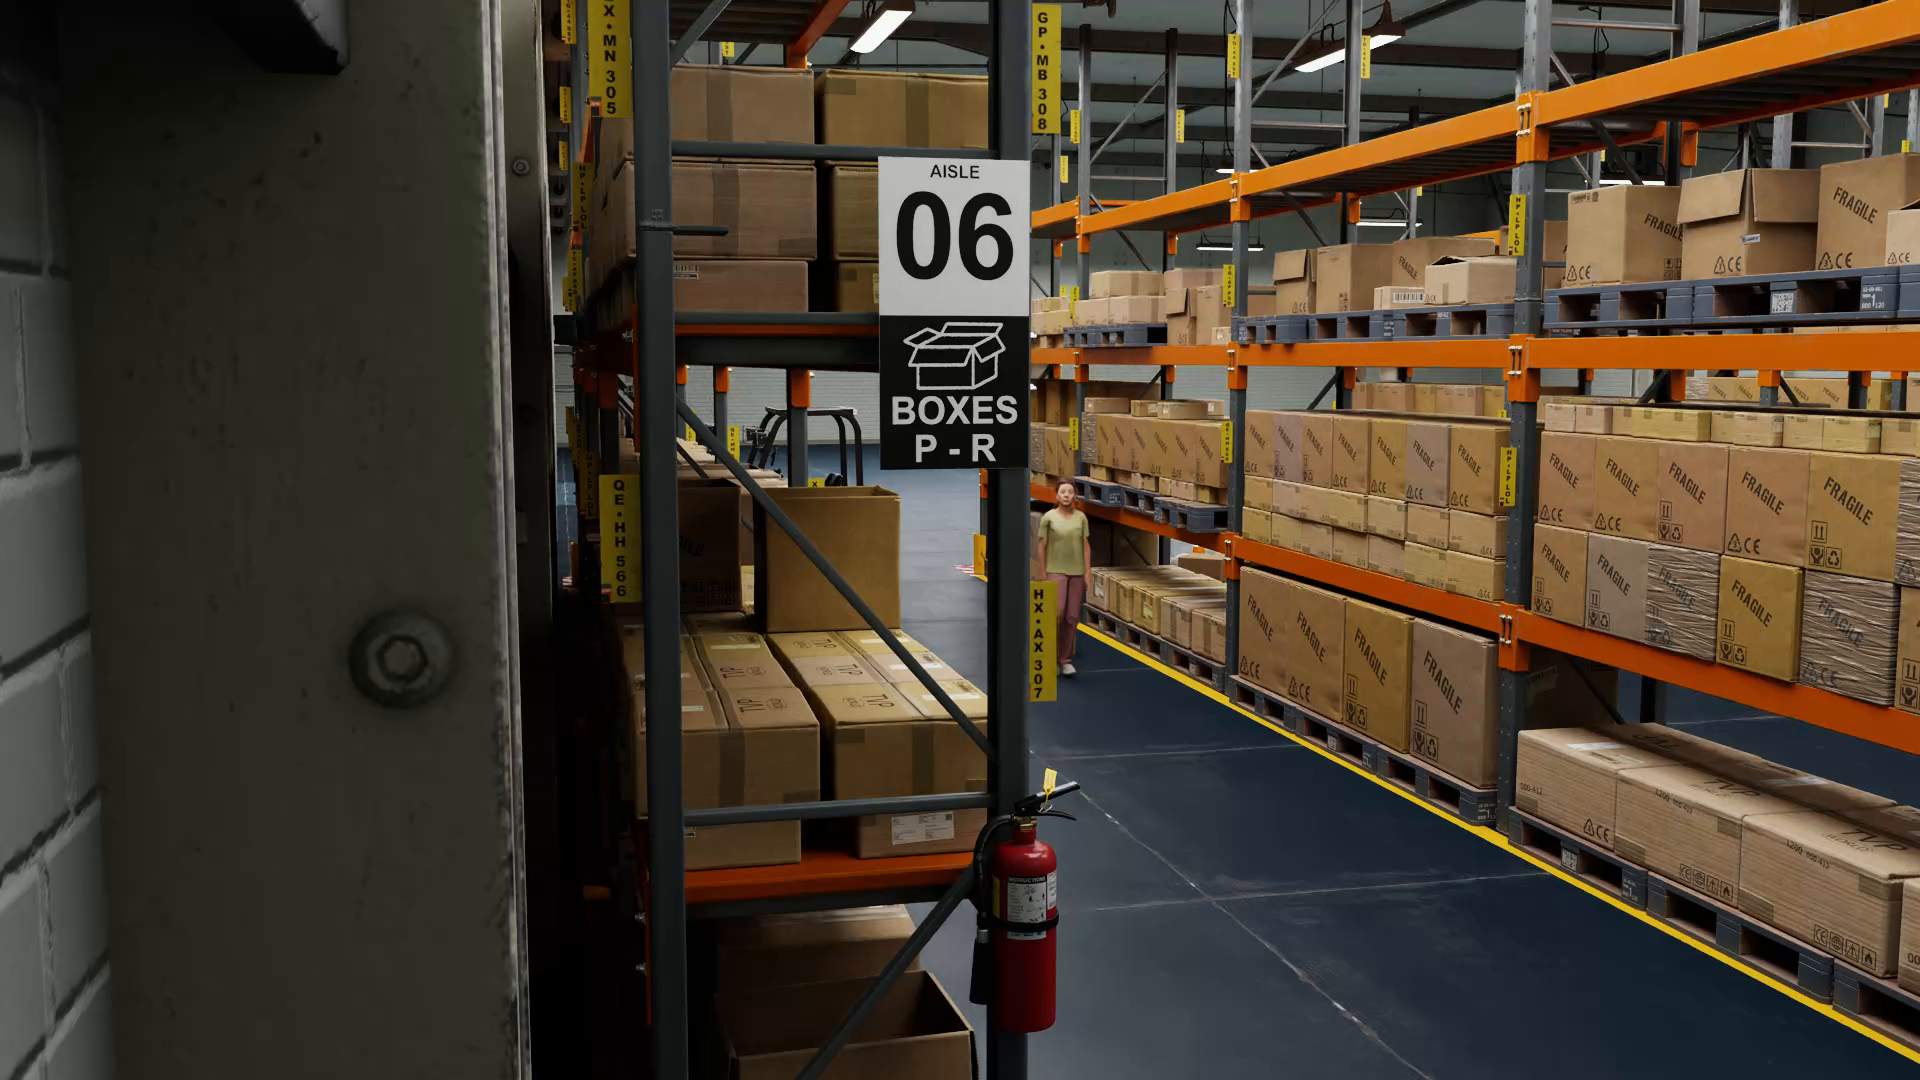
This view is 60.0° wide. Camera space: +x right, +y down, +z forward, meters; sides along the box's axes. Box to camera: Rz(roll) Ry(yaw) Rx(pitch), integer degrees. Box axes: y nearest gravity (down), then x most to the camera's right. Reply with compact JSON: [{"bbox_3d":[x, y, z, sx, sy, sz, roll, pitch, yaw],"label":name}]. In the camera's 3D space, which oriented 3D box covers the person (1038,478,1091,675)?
[{"bbox_3d":[0.905,0.320,14.083,0.444,1.683,0.463,-2,6,-14],"label":"person"}]
